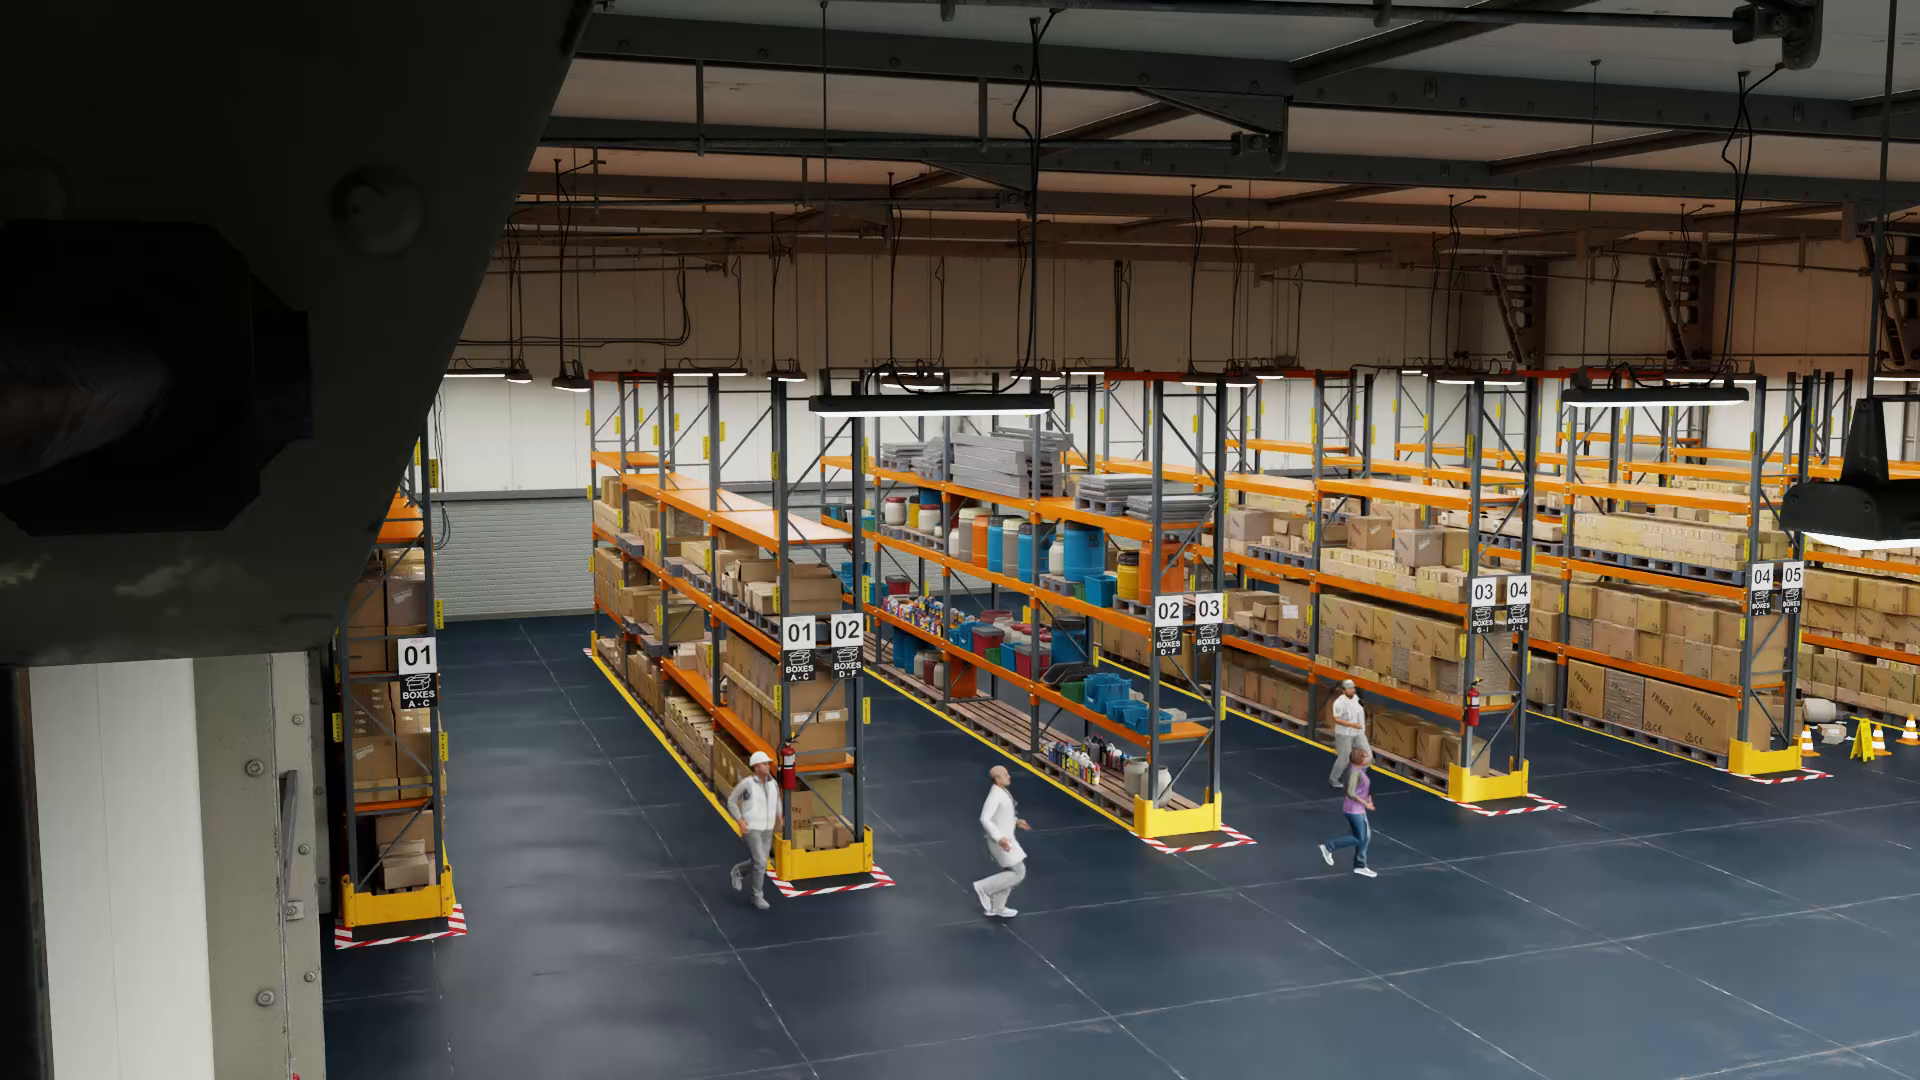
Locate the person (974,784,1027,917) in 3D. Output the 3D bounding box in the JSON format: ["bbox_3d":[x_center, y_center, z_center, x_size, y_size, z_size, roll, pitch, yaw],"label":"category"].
[{"bbox_3d":[0.457,3.493,18.709,0.595,1.525,0.716,0,6,4],"label":"person"}]

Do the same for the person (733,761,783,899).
[{"bbox_3d":[-2.389,3.314,19.288,0.664,1.615,0.588,6,9,42],"label":"person"}]

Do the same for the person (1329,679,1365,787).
[{"bbox_3d":[5.662,2.843,24.120,0.612,1.675,0.690,-3,7,-26],"label":"person"}]

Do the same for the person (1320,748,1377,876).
[{"bbox_3d":[4.761,3.306,20.292,0.678,1.585,0.542,2,7,16],"label":"person"}]
